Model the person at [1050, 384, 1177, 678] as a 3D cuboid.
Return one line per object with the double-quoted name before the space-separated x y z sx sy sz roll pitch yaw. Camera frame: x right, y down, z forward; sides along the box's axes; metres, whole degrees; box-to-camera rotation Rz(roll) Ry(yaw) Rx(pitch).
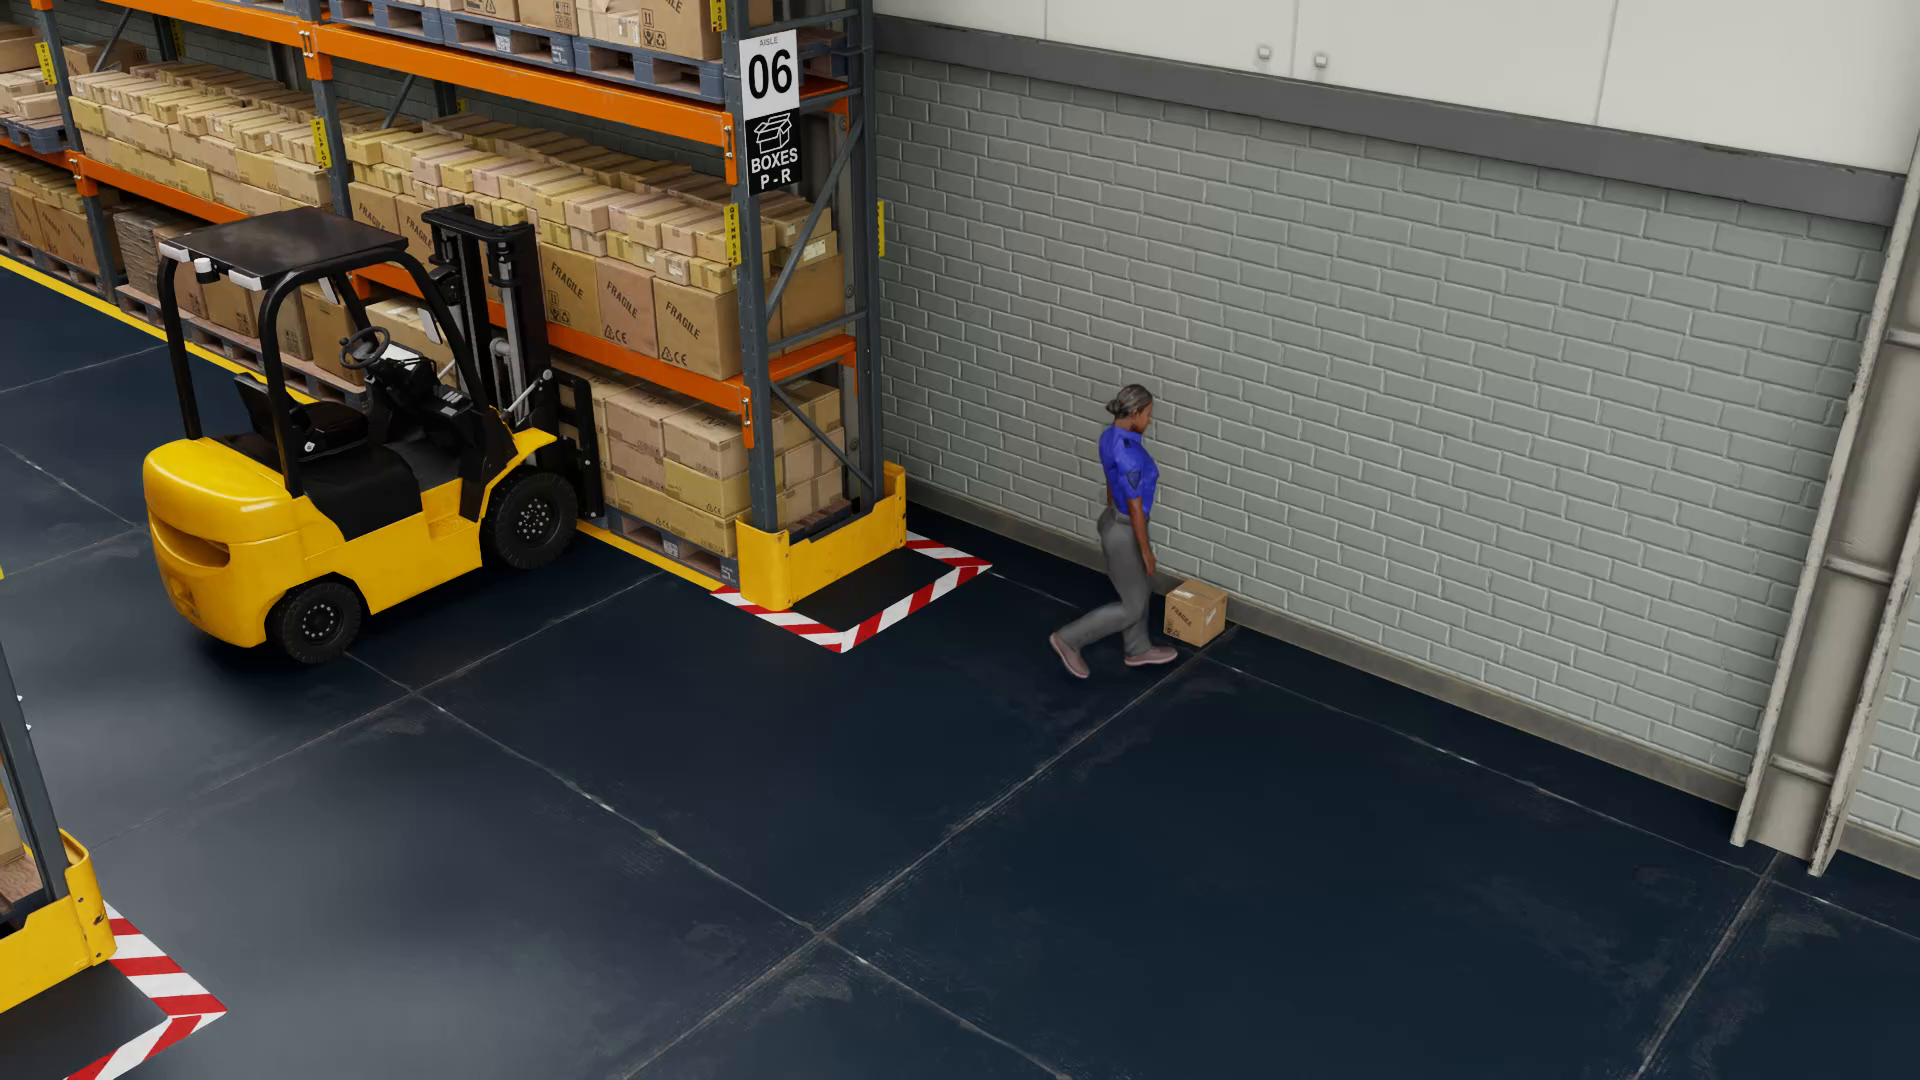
"person" 0.833 -0.018 8.647 0.721 1.631 0.485 -1 28 -2
